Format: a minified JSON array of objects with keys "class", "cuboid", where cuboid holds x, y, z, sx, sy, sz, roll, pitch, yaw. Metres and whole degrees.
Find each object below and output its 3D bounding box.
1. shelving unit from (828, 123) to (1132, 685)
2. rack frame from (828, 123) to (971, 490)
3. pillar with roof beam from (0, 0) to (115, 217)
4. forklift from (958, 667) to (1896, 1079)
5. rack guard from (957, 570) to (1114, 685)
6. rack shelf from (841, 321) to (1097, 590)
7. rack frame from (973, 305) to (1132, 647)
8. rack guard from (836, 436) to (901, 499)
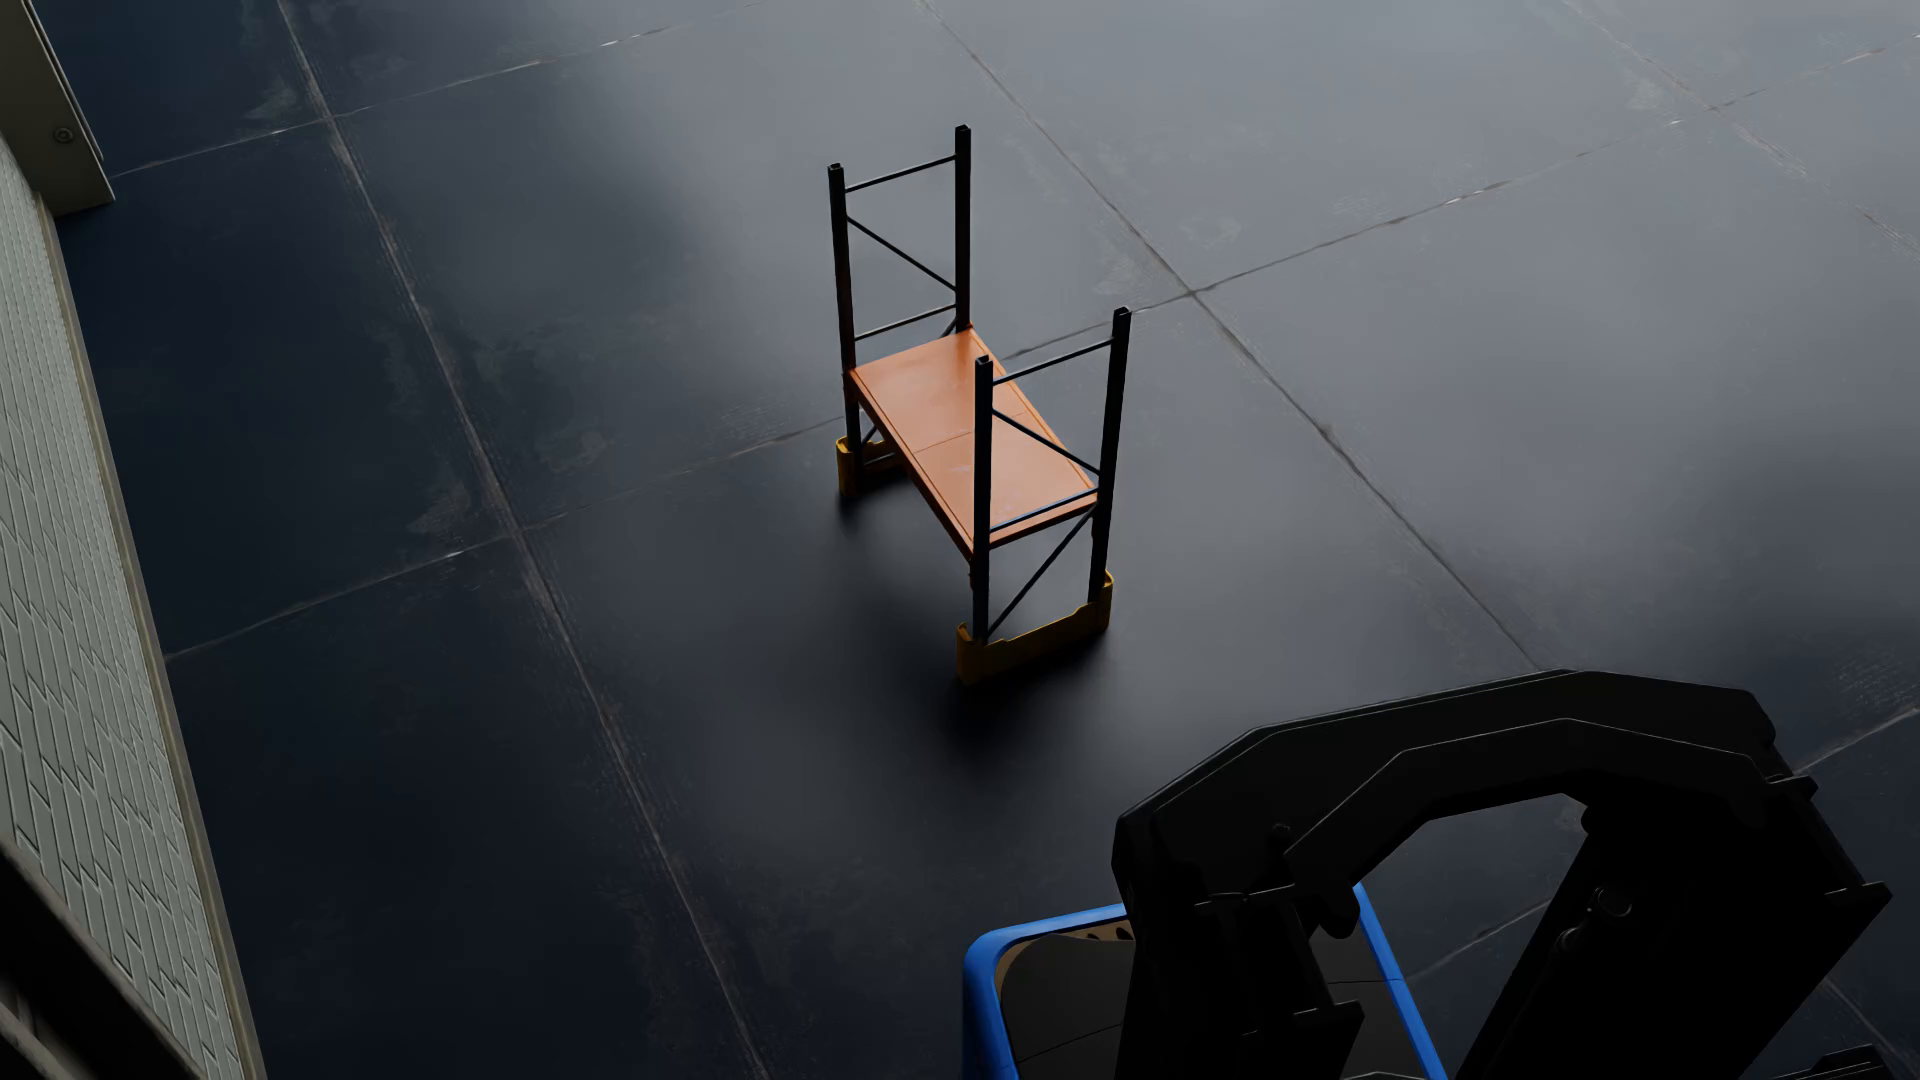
[{"class":"shelving unit","cuboid":[0.035,-0.443,5.641,0.587,1.500,1.083,-21,52,-18]},{"class":"rack frame","cuboid":[-0.194,-0.777,5.933,0.500,1.500,0.032,-21,52,-18]},{"class":"pillar with roof beam","cuboid":[-0.265,-6.079,5.589,9.100,9.000,0.400,-21,52,-18]},{"class":"forklift","cuboid":[0.823,1.697,2.819,1.130,2.935,3.031,-10,50,-9]},{"class":"rack guard","cuboid":[0.263,0.302,5.820,0.587,0.250,0.087,-21,52,-18]},{"class":"rack shelf","cuboid":[0.039,-0.318,5.771,0.538,0.185,1.000,-21,52,-18]},{"class":"rack frame","cuboid":[0.272,-0.096,5.338,0.500,1.500,0.032,-21,52,-18]},{"class":"rack guard","cuboid":[-0.193,-0.365,6.403,0.587,0.250,0.087,-21,52,-18]}]
